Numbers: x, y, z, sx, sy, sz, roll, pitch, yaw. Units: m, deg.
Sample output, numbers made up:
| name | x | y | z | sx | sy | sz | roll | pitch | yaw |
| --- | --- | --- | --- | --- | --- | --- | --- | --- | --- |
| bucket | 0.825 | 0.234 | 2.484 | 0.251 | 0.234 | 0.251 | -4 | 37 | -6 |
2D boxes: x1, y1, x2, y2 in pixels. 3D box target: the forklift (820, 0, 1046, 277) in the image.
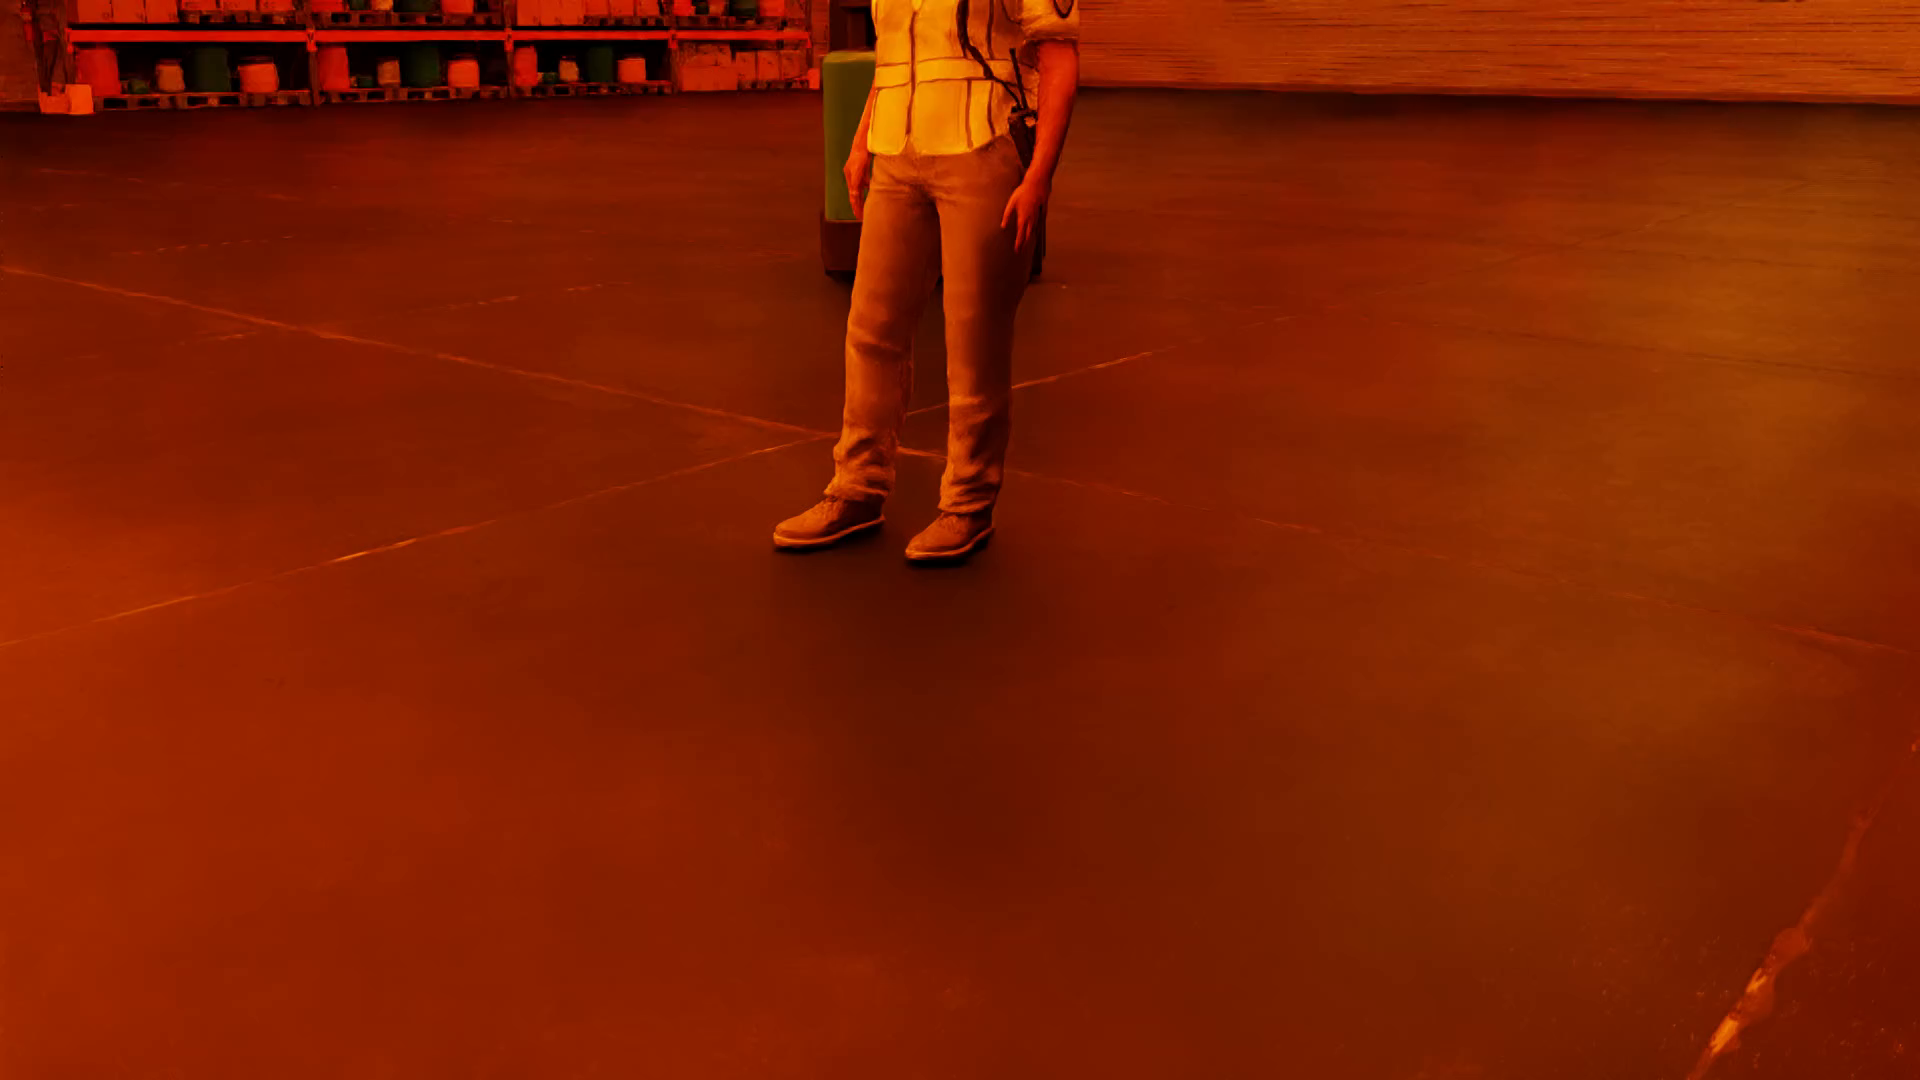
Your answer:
| name | x | y | z | sx | sy | sz | roll | pitch | yaw |
| --- | --- | --- | --- | --- | --- | --- | --- | --- | --- |
| forklift | -0.152 | -3.053 | 8.951 | 1.130 | 2.935 | 3.031 | 0 | 17 | -1 |

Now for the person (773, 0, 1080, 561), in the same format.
| name | x | y | z | sx | sy | sz | roll | pitch | yaw |
| --- | --- | --- | --- | --- | --- | --- | --- | --- | --- |
| person | -0.066 | -0.791 | 3.655 | 0.598 | 1.669 | 0.529 | 13 | 21 | 37 |
